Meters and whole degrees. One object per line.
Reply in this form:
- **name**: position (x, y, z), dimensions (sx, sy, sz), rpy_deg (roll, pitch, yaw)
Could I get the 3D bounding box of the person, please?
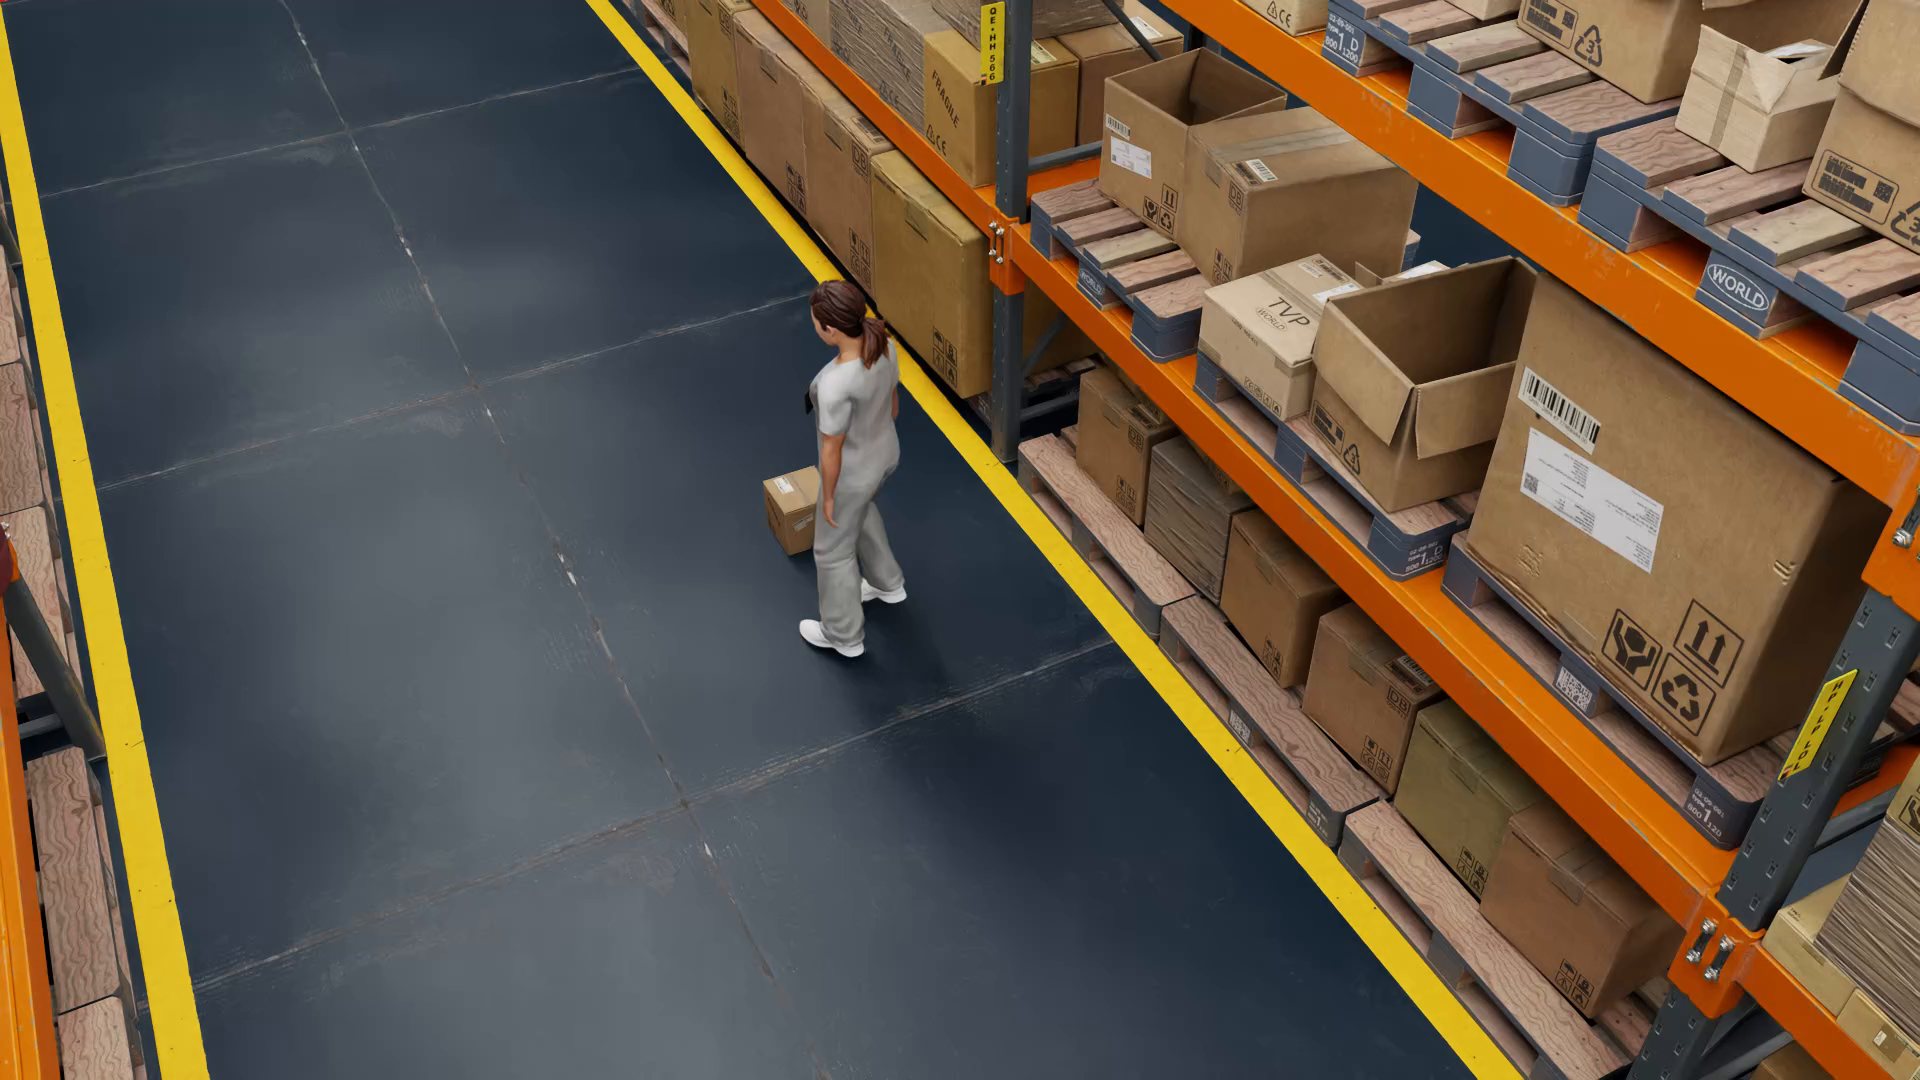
- **person**: position (-0.417, -0.285, 6.444), dimensions (0.399, 1.675, 0.481), rpy_deg (23, 46, 24)
